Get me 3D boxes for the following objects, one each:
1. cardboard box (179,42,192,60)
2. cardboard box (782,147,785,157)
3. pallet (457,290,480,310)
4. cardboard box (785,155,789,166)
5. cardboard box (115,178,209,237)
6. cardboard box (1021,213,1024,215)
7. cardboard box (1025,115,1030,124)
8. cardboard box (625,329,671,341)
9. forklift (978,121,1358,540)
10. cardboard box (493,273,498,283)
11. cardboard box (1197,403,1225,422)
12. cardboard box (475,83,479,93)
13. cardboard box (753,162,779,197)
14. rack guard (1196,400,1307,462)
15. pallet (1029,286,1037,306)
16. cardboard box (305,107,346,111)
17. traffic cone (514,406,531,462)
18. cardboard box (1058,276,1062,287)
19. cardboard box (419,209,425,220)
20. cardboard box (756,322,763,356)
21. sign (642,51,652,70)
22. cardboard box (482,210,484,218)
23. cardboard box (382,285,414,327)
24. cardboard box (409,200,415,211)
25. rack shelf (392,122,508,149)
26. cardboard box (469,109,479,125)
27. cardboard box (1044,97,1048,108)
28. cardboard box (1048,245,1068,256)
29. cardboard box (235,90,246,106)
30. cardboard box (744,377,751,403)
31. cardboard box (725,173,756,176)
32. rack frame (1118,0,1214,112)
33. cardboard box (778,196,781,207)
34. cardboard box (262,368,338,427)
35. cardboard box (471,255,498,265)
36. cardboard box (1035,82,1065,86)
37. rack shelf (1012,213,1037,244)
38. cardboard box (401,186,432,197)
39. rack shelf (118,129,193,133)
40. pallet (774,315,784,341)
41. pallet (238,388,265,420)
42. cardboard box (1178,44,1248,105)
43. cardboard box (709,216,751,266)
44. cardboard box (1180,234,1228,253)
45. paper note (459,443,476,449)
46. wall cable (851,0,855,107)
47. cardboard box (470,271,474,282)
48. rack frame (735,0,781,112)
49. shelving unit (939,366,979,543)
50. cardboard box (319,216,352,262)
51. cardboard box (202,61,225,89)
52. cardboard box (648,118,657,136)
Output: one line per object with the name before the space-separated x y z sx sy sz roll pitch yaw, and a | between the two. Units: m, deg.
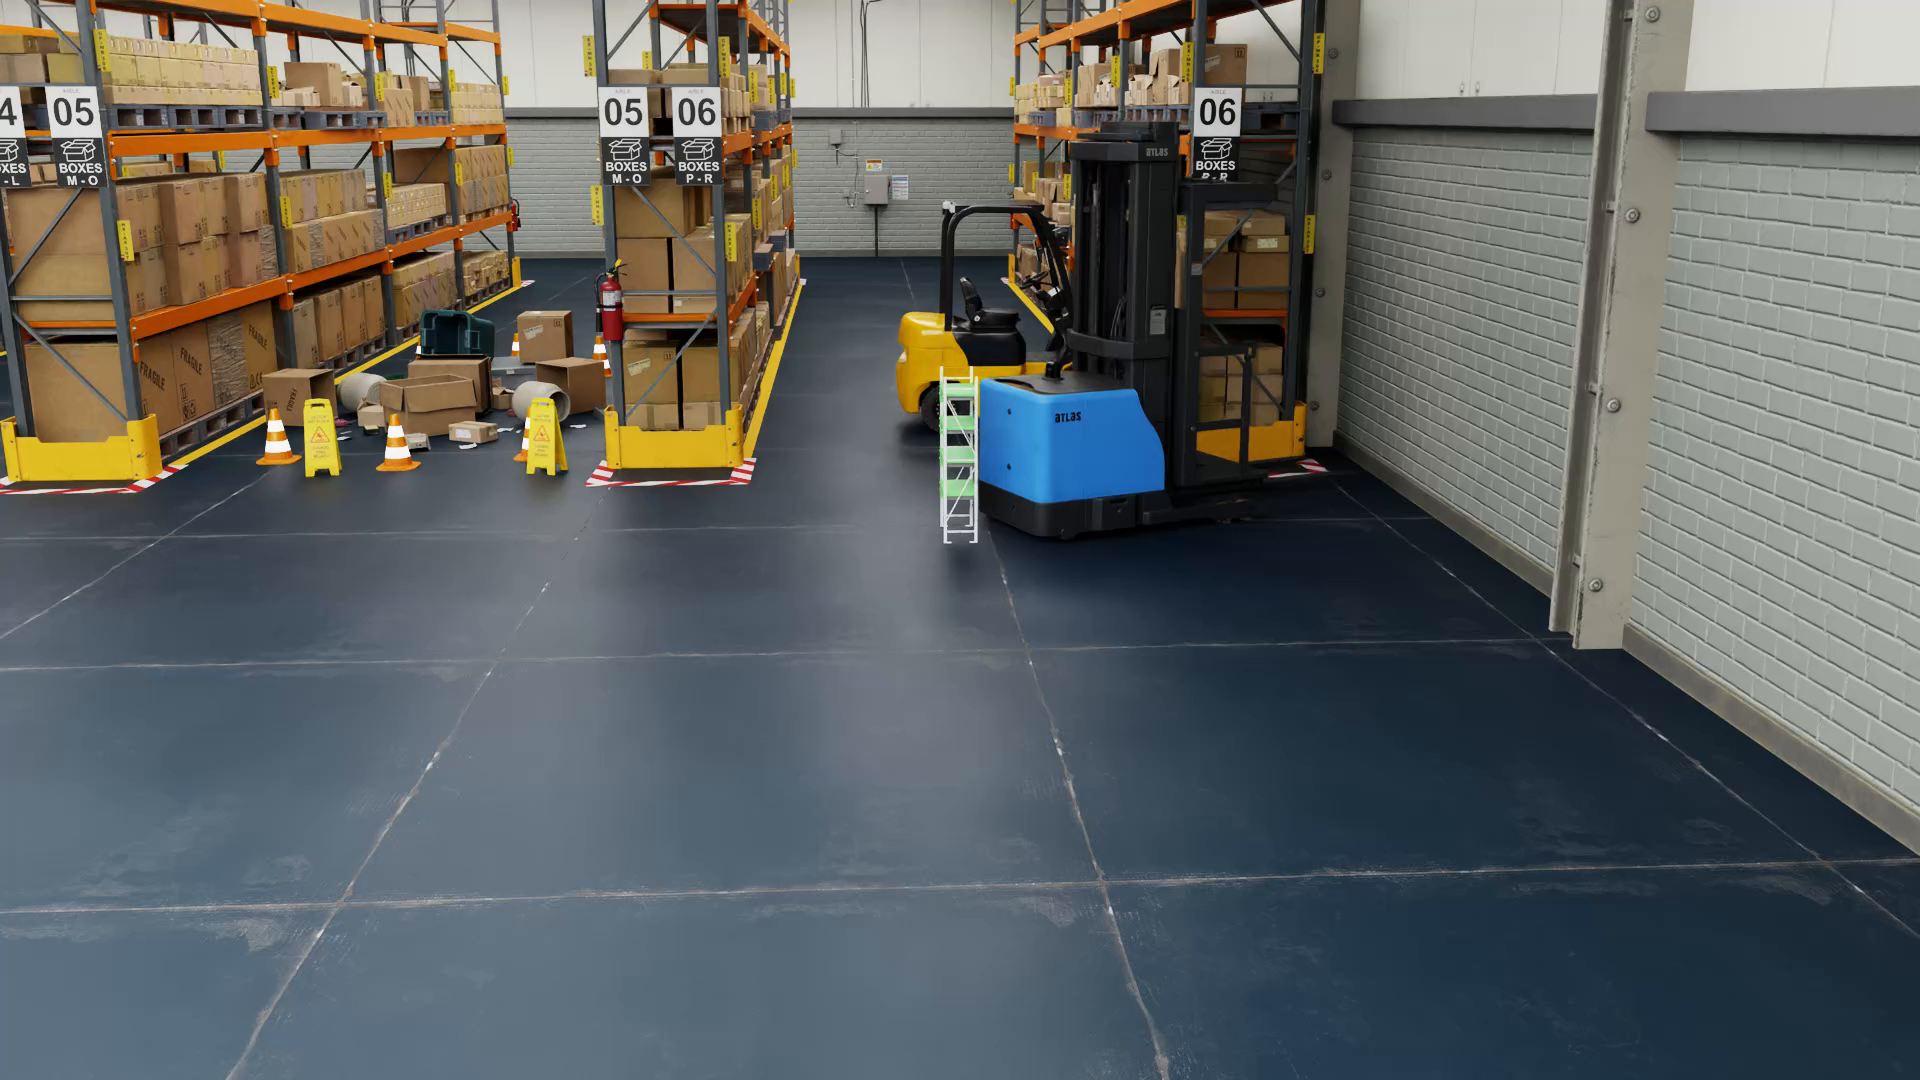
cardboard box | -7.223 -4.438 15.097 0.380 0.149 0.250 -1 14 -3
cardboard box | -3.027 -6.272 26.876 0.380 0.149 0.250 -1 14 -5
pallet | -8.247 -3.802 26.379 1.003 0.211 1.213 -1 14 -3
cardboard box | -3.097 -6.121 27.589 0.500 0.500 0.500 -1 14 -4
cardboard box | -7.598 -3.097 15.574 0.875 0.550 0.500 -1 14 -3
cardboard box | 1.247 -5.631 28.396 0.380 0.149 0.250 -1 14 -5
cardboard box | 1.277 -6.963 27.555 0.380 0.149 0.250 -1 14 -2
cardboard box | -2.892 -1.938 15.406 0.380 0.149 0.250 0 14 -2
forklift | 1.672 -1.652 12.564 3.031 2.935 1.130 -7 16 -26
cardboard box | -8.023 -4.423 28.074 0.380 0.149 0.250 -2 15 -6
cardboard box | 2.118 -1.164 15.207 0.500 0.250 0.500 -1 14 -3
cardboard box | -8.030 -7.335 26.992 0.380 0.149 0.250 -1 14 -5
cardboard box | -2.859 -5.129 23.735 0.500 0.500 0.500 -1 14 -3
rack guard | 2.464 -0.964 14.770 1.175 0.500 0.348 -1 14 -3
pallet | 1.677 -3.985 27.092 1.003 0.211 1.213 -1 14 -3
cardboard box | -8.211 -5.630 21.669 0.500 0.500 0.500 -1 14 -3
traffic cone | -3.806 -0.962 14.835 0.336 0.463 0.334 -1 14 -3
cardboard box | 1.670 -3.520 23.860 0.500 0.500 0.500 0 14 -1
cardboard box | -7.863 -4.648 23.733 0.380 0.149 0.250 0 14 -1
cardboard box | -2.823 -2.338 19.524 0.950 0.372 0.625 0 14 0
sign | -3.293 -4.982 17.523 0.100 0.325 0.005 -1 14 -3
cardboard box | -8.090 -5.395 27.479 0.380 0.149 0.250 -1 14 -2
cardboard box | -7.711 -3.164 22.477 0.500 0.500 0.500 -2 15 -6
cardboard box | -7.833 -4.660 23.184 0.380 0.149 0.250 -1 14 -4
rack shelf | -8.294 -6.588 27.034 1.077 0.370 4.000 -1 14 -3
cardboard box | -7.988 -6.739 26.481 0.500 0.250 0.500 0 14 -1
cardboard box | 1.413 -6.350 24.128 0.380 0.149 0.250 -1 14 -2
cardboard box | 1.539 -4.459 25.611 0.380 0.149 0.250 -2 15 -6
cardboard box | -7.299 -4.367 16.419 0.380 0.149 0.250 -1 14 -3
cardboard box | -2.336 -1.442 16.288 0.500 0.250 0.500 0 14 0
cardboard box | -2.586 -4.199 19.384 0.380 0.149 0.250 0 14 0
rack frame | 2.214 -6.081 17.601 1.000 3.000 0.127 -1 14 -3
cardboard box | -2.889 -4.898 24.341 0.500 0.250 0.500 -1 14 -2
cardboard box | -6.554 -1.417 16.524 0.500 0.500 0.500 2 15 6
cardboard box | -8.006 -4.707 27.984 0.380 0.149 0.250 0 14 -1
cardboard box | 1.447 -7.053 26.100 0.500 0.250 0.500 -1 14 -3
rack shelf | 1.595 -5.314 28.104 1.077 0.370 4.000 -1 14 -3
cardboard box | -7.902 -5.063 24.150 0.380 0.149 0.250 -1 14 -4
rack shelf | -13.250 -6.536 26.834 1.077 0.370 4.000 -1 14 -3
pallet | -2.961 -2.939 23.027 1.003 0.211 1.213 -1 14 -3
pallet | -7.705 -1.456 17.260 1.003 0.211 1.213 -1 14 -3
cardboard box | 2.191 -4.040 14.444 0.500 0.500 0.500 0 14 -2
cardboard box | -2.425 -3.056 17.086 0.500 0.500 0.500 0 14 -2
cardboard box | 2.161 -2.625 14.707 0.380 0.149 0.250 -1 14 -3
paper note | -4.537 -0.870 15.345 0.148 0.019 0.142 -6 16 -23
wall cable | -3.366 -10.409 34.422 2.355 3.000 0.029 -1 14 -3
cardboard box | -8.043 -4.237 26.754 0.380 0.149 0.250 -2 15 -6
rack frame | -3.235 -7.993 25.032 1.000 3.000 0.127 -1 14 -3
shelving unit | -0.010 -0.622 12.037 0.258 1.200 0.503 -1 14 -3
cardboard box | -7.530 -3.556 19.626 0.500 0.500 0.500 -1 14 -3
cardboard box | -7.327 -4.404 15.763 0.500 0.250 0.500 -1 14 -4
cardboard box | -2.793 -3.519 14.166 0.380 0.149 0.250 -1 14 -3
